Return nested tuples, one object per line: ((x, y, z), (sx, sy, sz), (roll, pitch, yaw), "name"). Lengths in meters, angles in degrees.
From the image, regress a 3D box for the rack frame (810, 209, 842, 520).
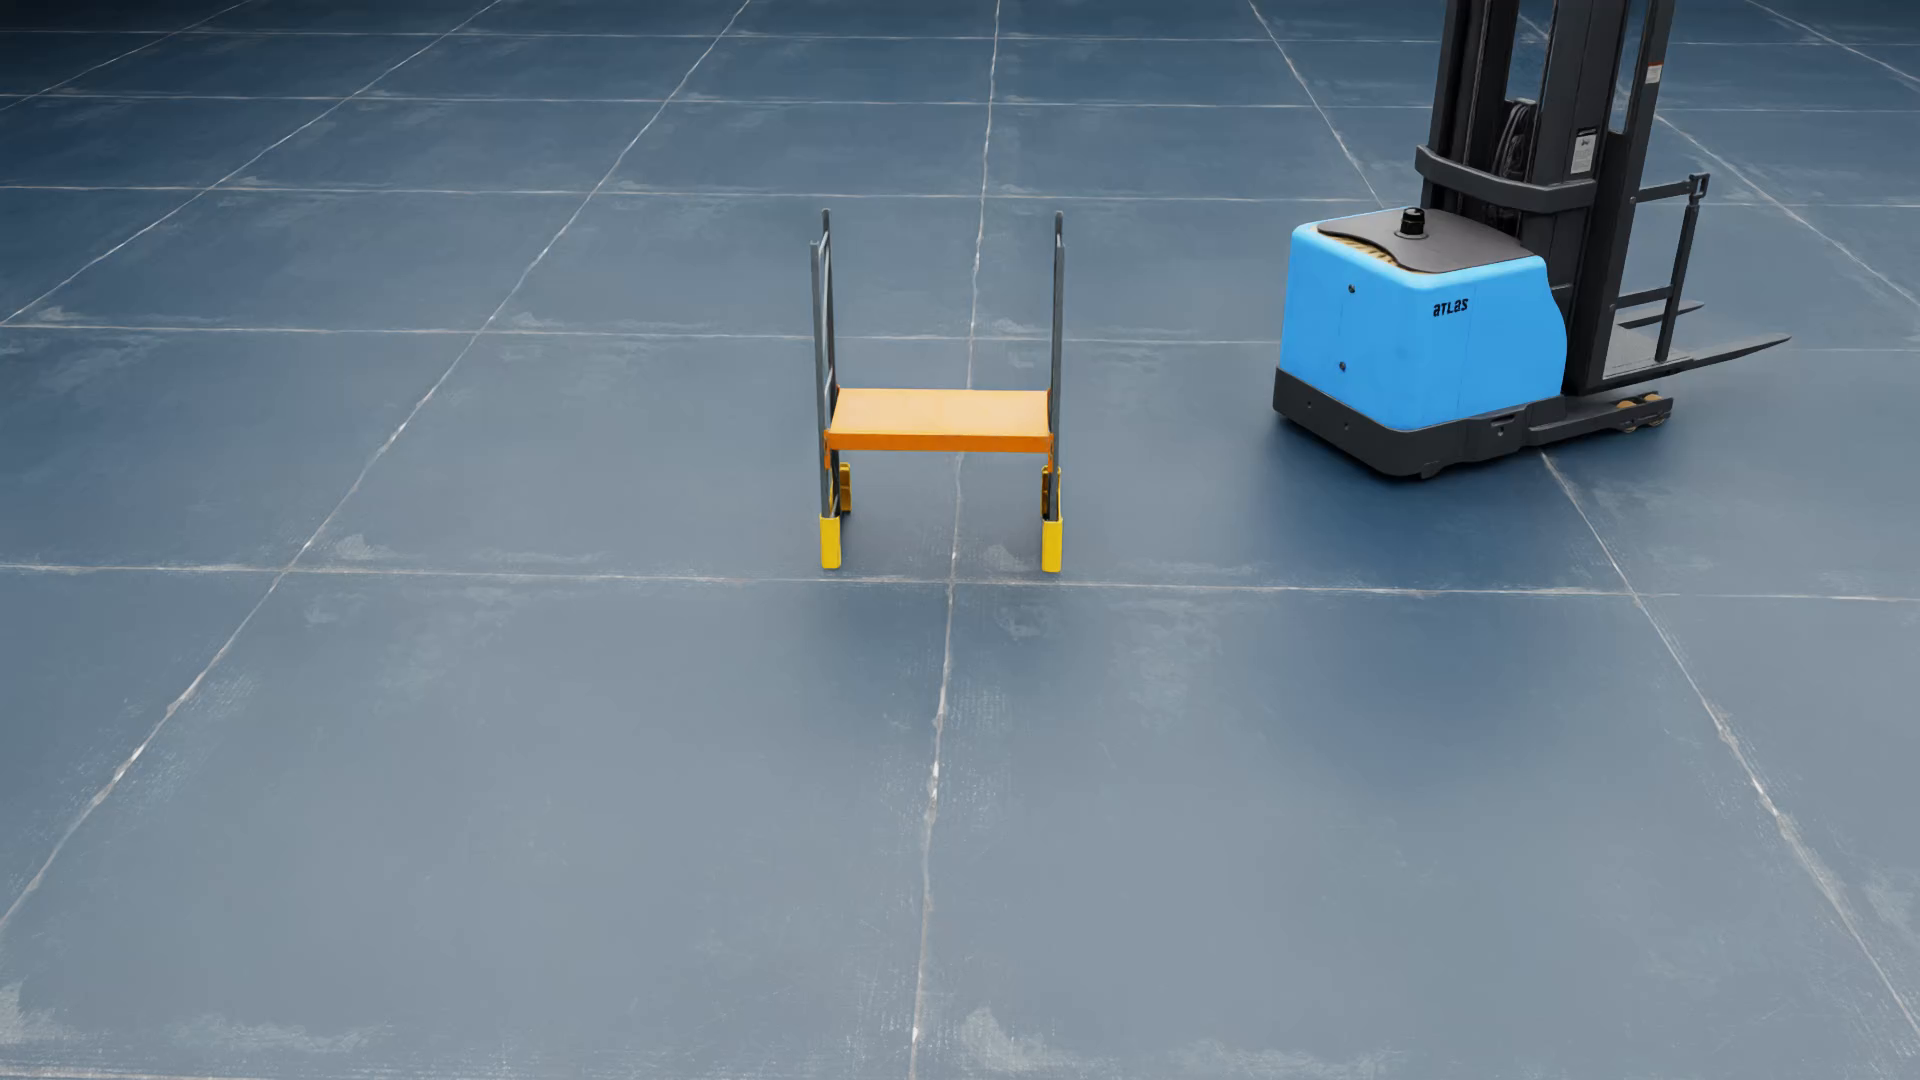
((-0.593, -0.672, 7.417), (0.032, 1.500, 0.500), (1, 28, 2), "rack frame")

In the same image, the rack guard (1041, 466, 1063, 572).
((0.422, -0.103, 7.678), (0.087, 0.250, 0.587), (1, 28, 2), "rack guard")

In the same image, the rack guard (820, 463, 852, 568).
((-0.574, -0.120, 7.709), (0.087, 0.250, 0.587), (1, 28, 2), "rack guard")

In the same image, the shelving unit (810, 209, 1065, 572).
((-0.076, -0.664, 7.401), (1.083, 1.500, 0.587), (1, 28, 2), "shelving unit")

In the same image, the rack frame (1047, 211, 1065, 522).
((0.423, -0.656, 7.386), (0.032, 1.500, 0.500), (1, 28, 2), "rack frame")

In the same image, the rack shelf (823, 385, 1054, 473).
((-0.085, -0.505, 7.486), (1.000, 0.185, 0.538), (1, 28, 2), "rack shelf")

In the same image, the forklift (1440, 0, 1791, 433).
((3.233, -2.069, 8.523), (3.031, 2.935, 1.121), (-13, 31, -24), "forklift")
